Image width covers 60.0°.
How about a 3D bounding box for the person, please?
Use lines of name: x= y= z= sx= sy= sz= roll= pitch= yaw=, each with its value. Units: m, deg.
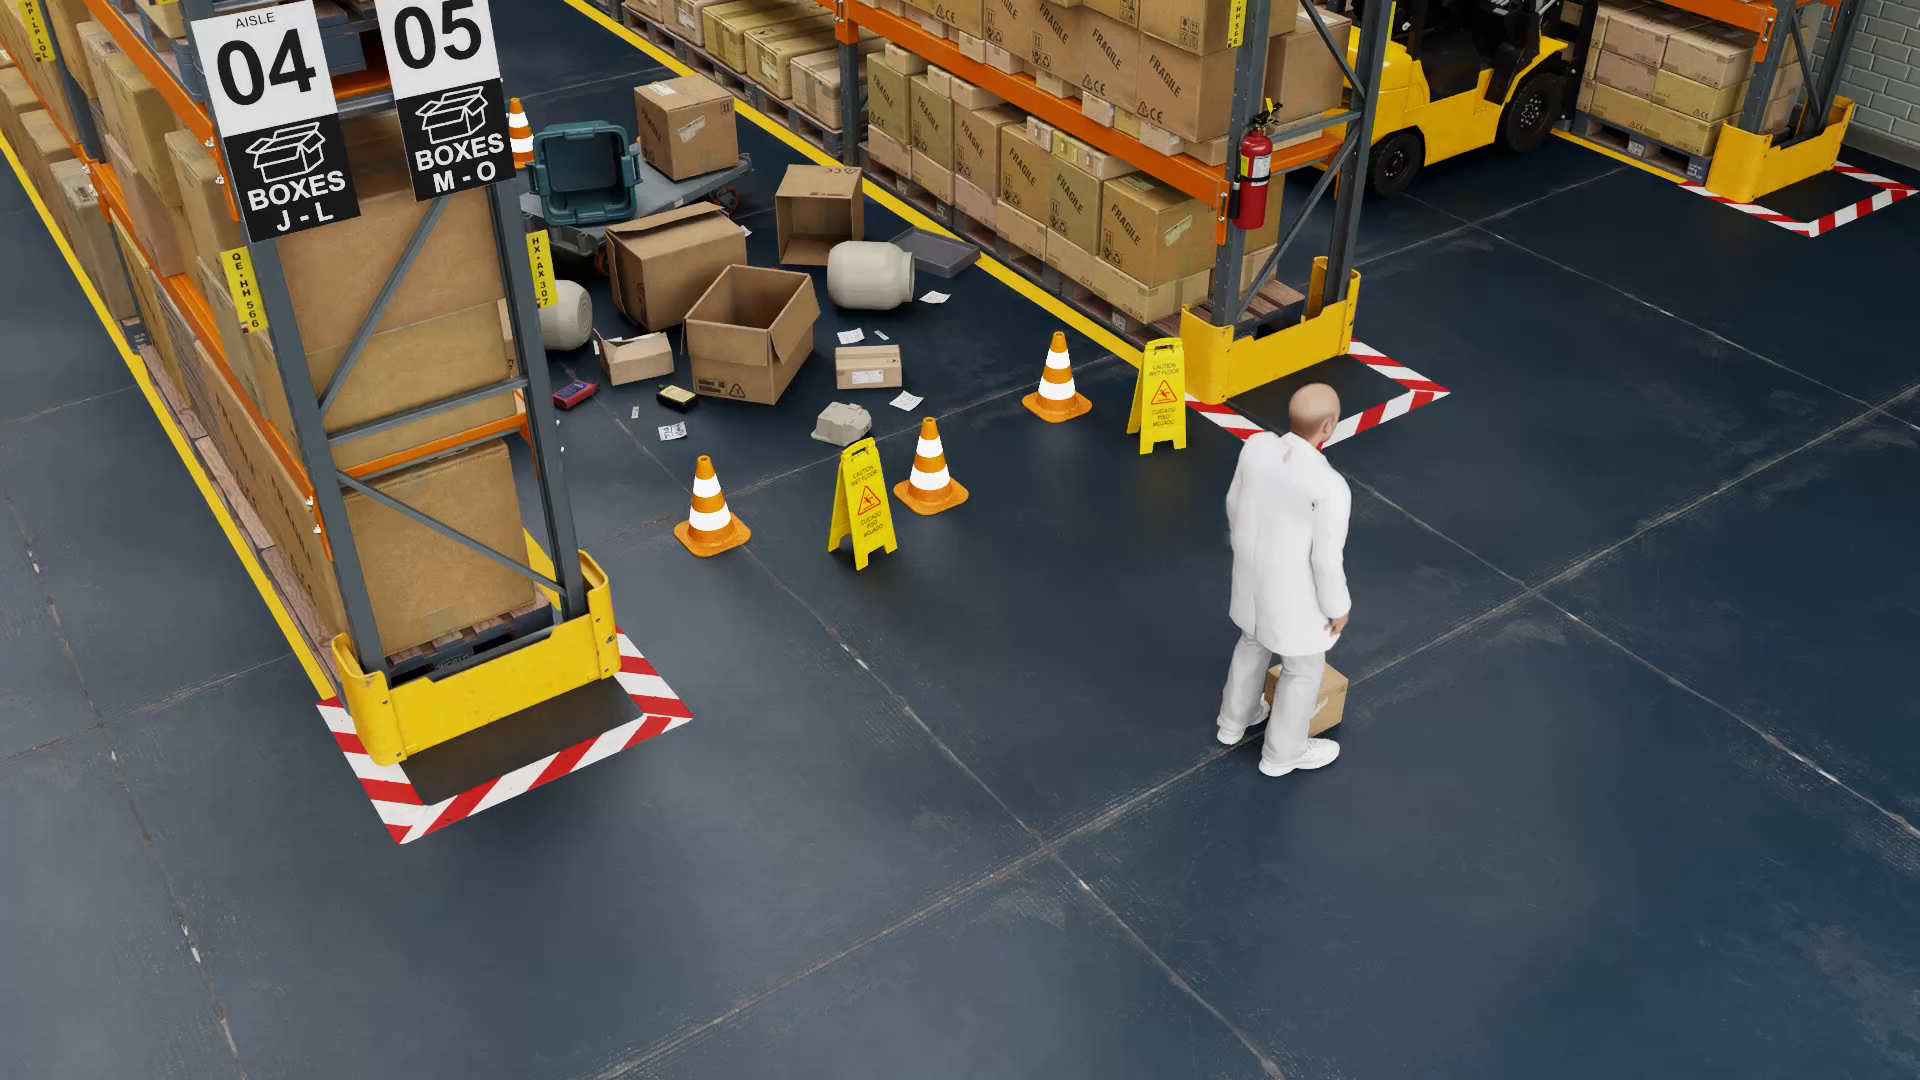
person: x=1.331 y=0.161 z=6.794 sx=0.424 sy=1.774 sz=0.644 roll=-22 pitch=41 yaw=-27
